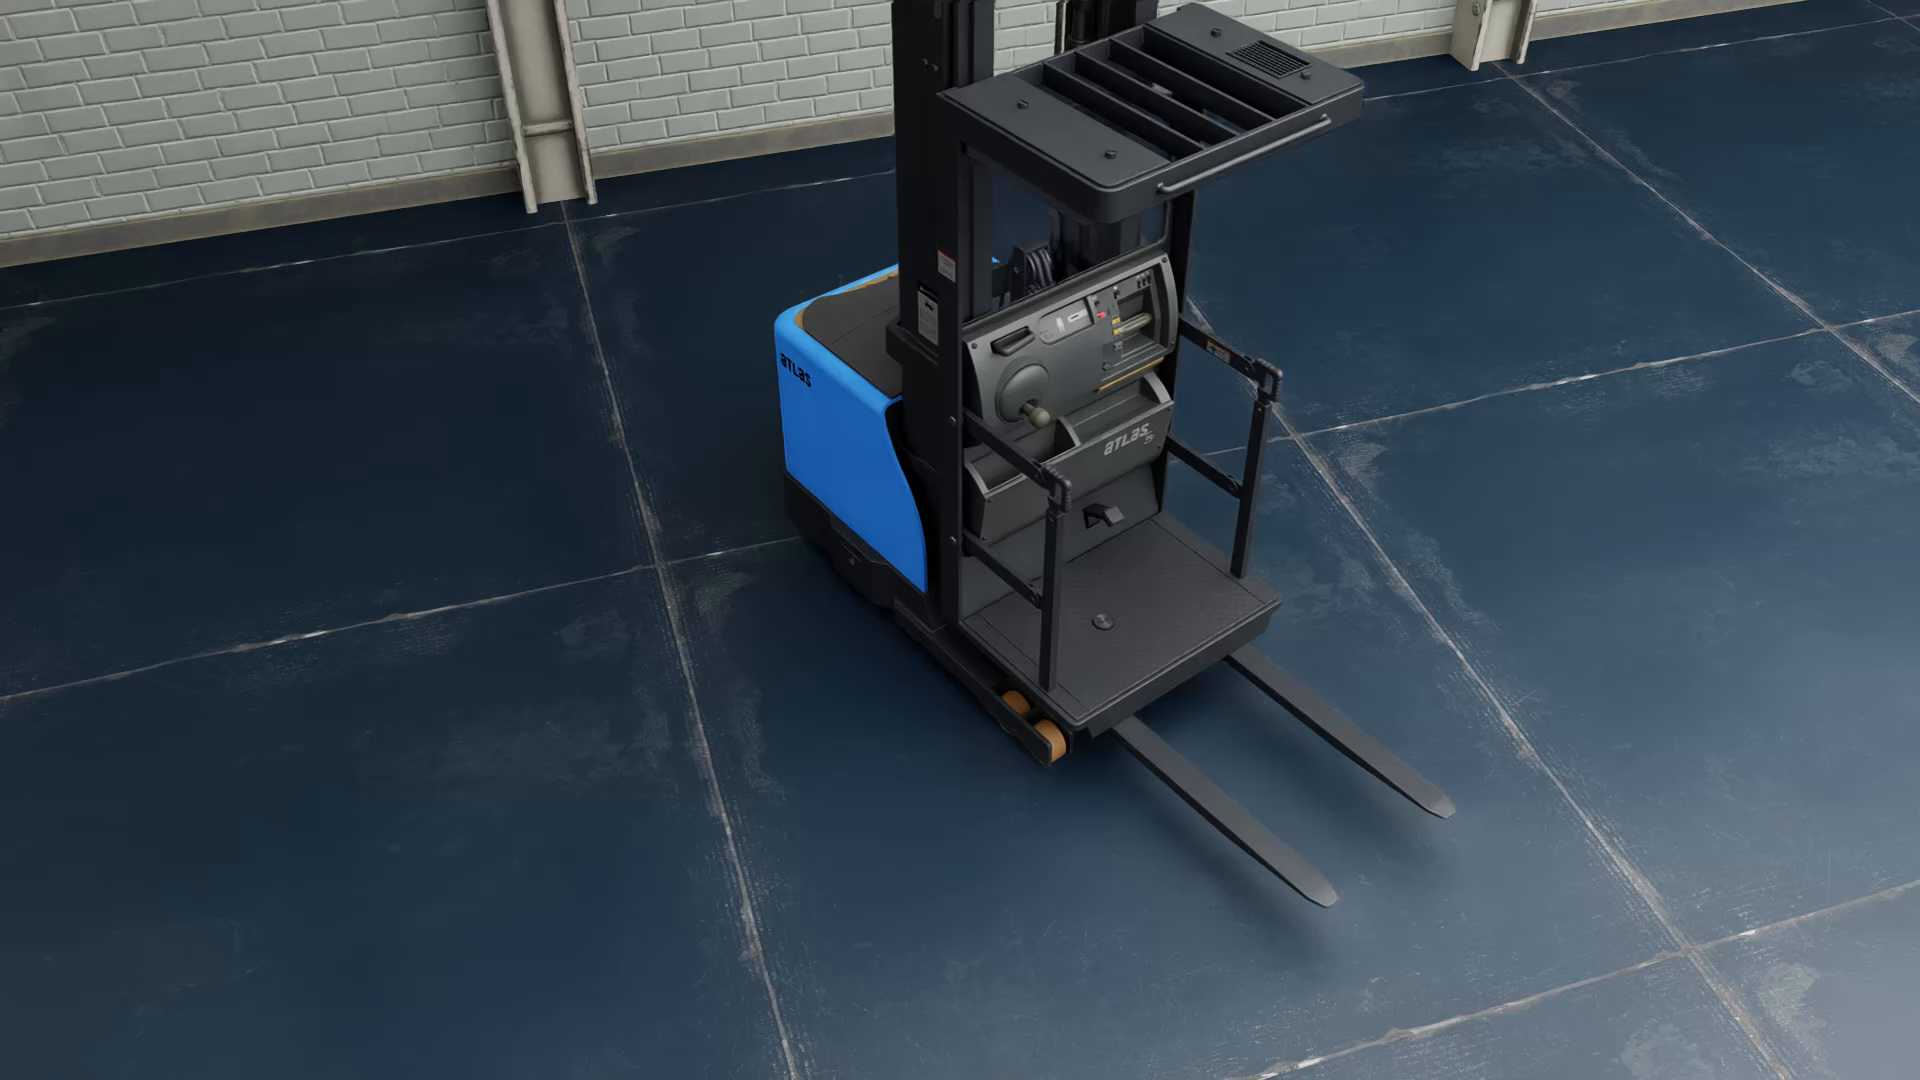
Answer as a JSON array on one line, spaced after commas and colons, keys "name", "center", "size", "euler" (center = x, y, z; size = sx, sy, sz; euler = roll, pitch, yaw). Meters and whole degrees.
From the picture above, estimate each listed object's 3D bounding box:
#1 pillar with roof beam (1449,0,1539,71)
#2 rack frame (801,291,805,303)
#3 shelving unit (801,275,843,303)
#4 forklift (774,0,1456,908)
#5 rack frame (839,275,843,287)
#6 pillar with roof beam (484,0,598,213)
[{"name": "pillar with roof beam", "center": [4.725, -3.845, 4.811], "size": [0.400, 9.000, 9.100], "euler": [-12, 42, -13]}, {"name": "rack frame", "center": [-0.602, -0.663, 7.325], "size": [0.006, 0.900, 0.240], "euler": [-28, 49, -29]}, {"name": "shelving unit", "center": [-0.523, -0.706, 7.374], "size": [0.210, 0.900, 0.258], "euler": [-28, 49, -29]}, {"name": "forklift", "center": [0.542, -0.633, 5.747], "size": [1.130, 2.935, 3.031], "euler": [-27, 48, -28]}, {"name": "rack frame", "center": [-0.445, -0.748, 7.422], "size": [0.006, 0.900, 0.240], "euler": [-28, 49, -29]}, {"name": "pillar with roof beam", "center": [-0.998, -2.659, 3.454], "size": [0.400, 9.000, 9.100], "euler": [-12, 42, -13]}]
